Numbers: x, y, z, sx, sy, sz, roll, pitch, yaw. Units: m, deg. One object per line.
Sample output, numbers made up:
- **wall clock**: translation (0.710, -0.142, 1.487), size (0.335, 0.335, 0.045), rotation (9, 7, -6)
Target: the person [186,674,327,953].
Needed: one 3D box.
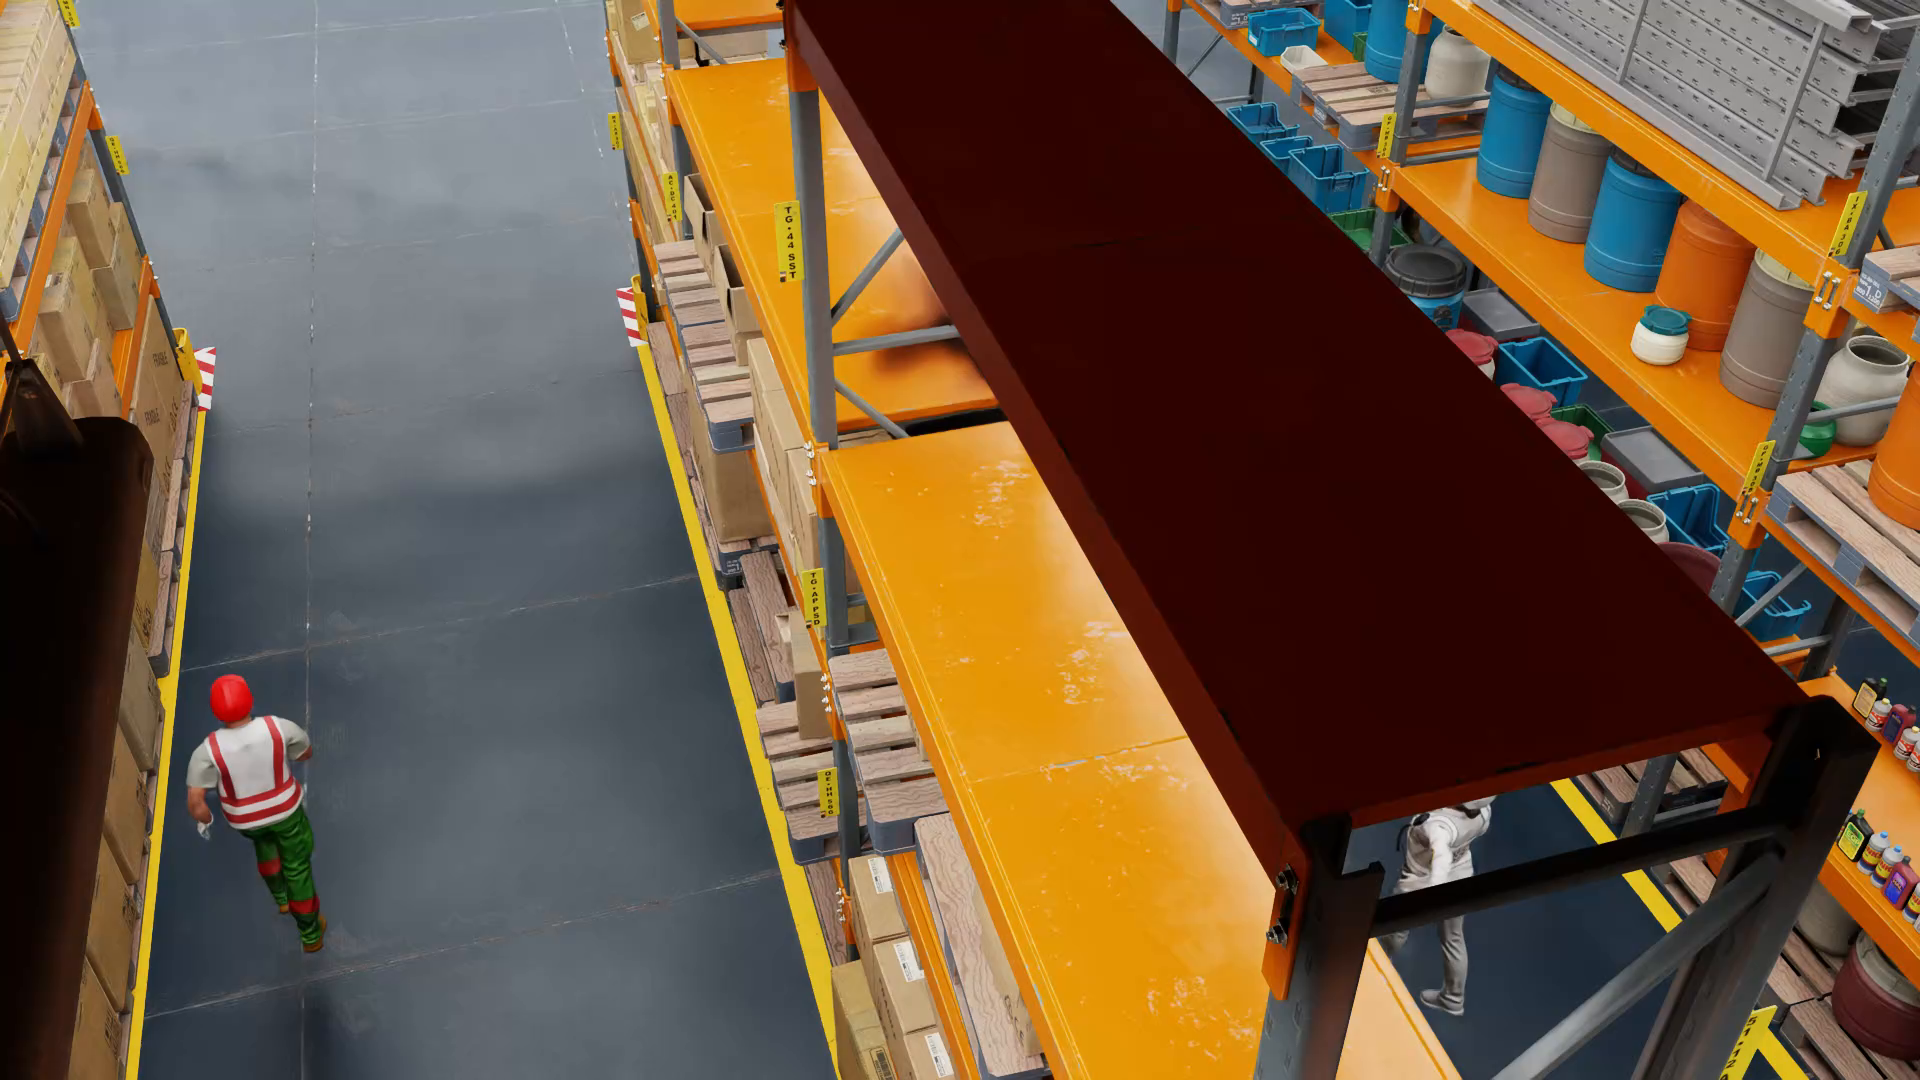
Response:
- **person**: translation (-3.802, 1.465, 9.105), size (0.643, 1.852, 0.786), rotation (-13, 40, -16)

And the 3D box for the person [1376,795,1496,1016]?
- **person**: translation (2.473, 1.794, 8.702), size (0.600, 1.744, 0.736), rotation (-18, 42, -21)

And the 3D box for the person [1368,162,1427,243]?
- **person**: translation (4.103, -3.176, 15.377), size (0.685, 1.821, 0.957), rotation (-16, 41, -19)
